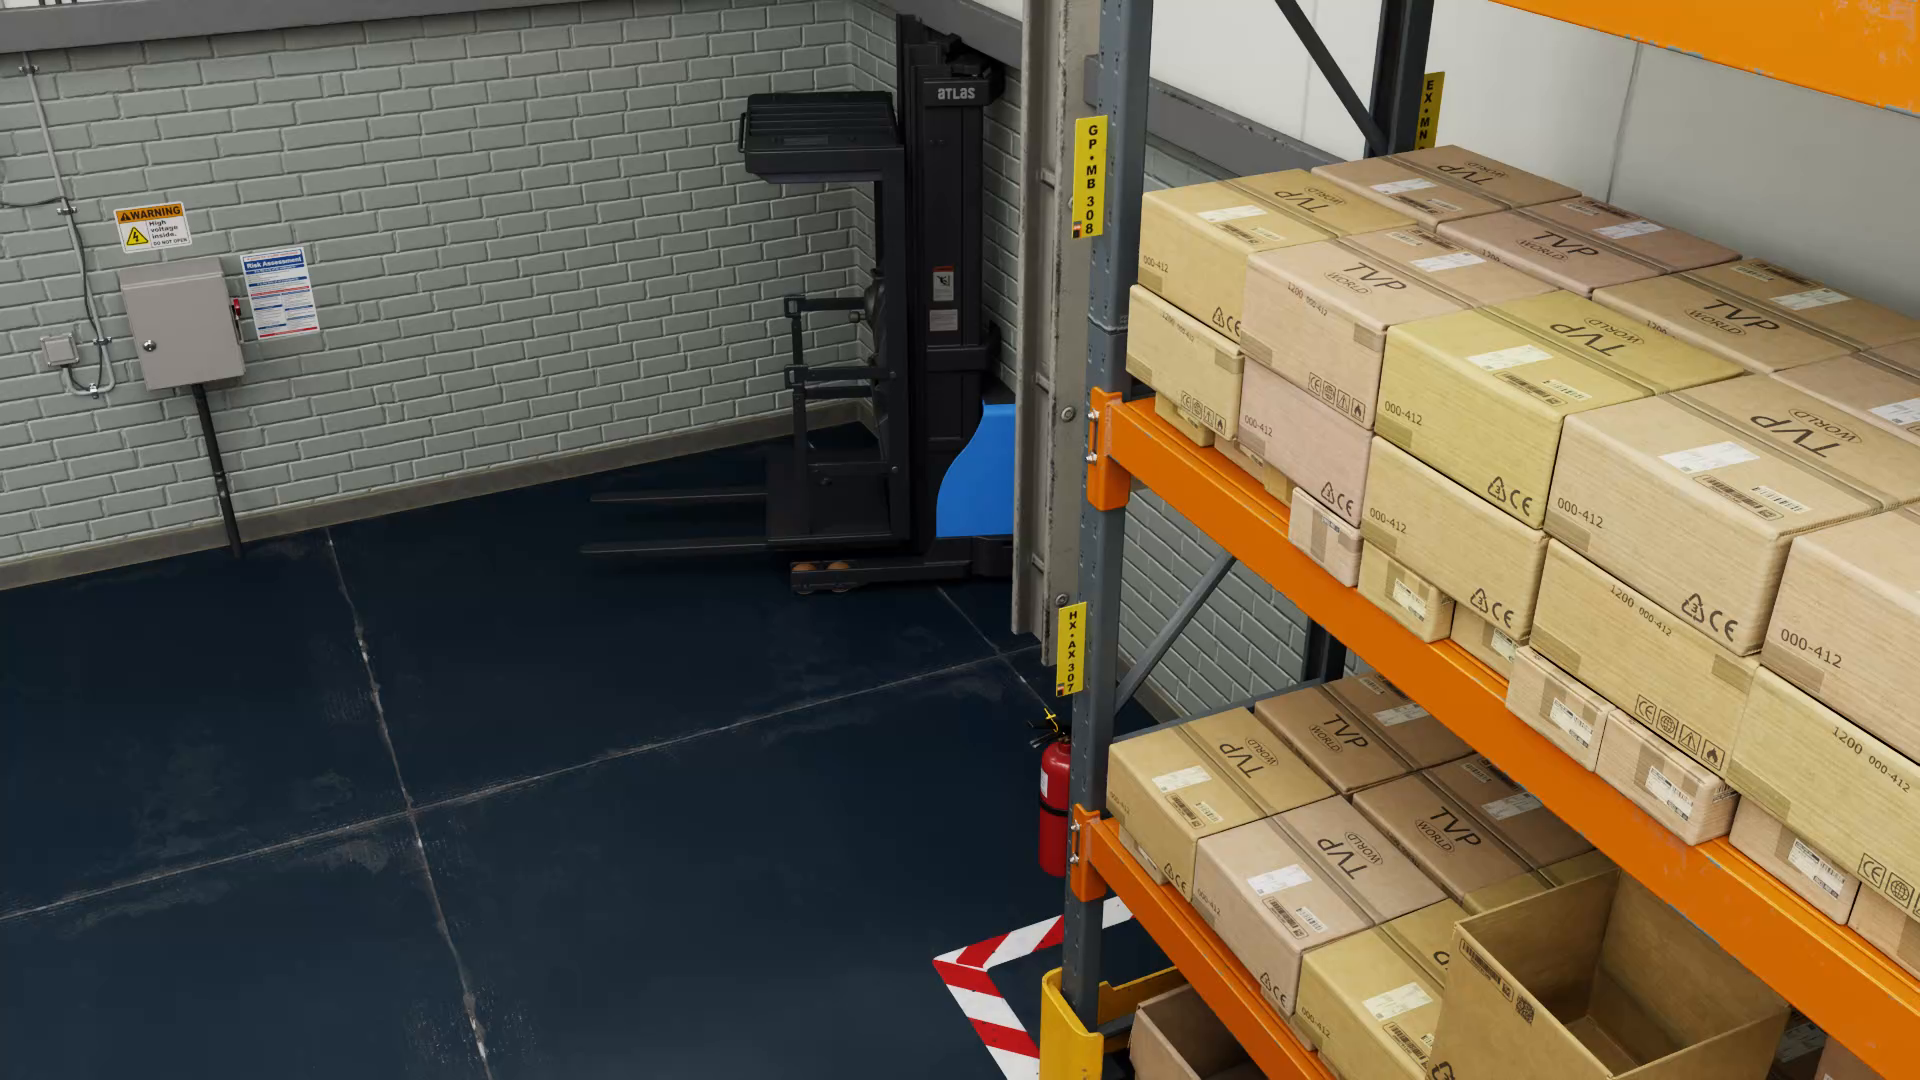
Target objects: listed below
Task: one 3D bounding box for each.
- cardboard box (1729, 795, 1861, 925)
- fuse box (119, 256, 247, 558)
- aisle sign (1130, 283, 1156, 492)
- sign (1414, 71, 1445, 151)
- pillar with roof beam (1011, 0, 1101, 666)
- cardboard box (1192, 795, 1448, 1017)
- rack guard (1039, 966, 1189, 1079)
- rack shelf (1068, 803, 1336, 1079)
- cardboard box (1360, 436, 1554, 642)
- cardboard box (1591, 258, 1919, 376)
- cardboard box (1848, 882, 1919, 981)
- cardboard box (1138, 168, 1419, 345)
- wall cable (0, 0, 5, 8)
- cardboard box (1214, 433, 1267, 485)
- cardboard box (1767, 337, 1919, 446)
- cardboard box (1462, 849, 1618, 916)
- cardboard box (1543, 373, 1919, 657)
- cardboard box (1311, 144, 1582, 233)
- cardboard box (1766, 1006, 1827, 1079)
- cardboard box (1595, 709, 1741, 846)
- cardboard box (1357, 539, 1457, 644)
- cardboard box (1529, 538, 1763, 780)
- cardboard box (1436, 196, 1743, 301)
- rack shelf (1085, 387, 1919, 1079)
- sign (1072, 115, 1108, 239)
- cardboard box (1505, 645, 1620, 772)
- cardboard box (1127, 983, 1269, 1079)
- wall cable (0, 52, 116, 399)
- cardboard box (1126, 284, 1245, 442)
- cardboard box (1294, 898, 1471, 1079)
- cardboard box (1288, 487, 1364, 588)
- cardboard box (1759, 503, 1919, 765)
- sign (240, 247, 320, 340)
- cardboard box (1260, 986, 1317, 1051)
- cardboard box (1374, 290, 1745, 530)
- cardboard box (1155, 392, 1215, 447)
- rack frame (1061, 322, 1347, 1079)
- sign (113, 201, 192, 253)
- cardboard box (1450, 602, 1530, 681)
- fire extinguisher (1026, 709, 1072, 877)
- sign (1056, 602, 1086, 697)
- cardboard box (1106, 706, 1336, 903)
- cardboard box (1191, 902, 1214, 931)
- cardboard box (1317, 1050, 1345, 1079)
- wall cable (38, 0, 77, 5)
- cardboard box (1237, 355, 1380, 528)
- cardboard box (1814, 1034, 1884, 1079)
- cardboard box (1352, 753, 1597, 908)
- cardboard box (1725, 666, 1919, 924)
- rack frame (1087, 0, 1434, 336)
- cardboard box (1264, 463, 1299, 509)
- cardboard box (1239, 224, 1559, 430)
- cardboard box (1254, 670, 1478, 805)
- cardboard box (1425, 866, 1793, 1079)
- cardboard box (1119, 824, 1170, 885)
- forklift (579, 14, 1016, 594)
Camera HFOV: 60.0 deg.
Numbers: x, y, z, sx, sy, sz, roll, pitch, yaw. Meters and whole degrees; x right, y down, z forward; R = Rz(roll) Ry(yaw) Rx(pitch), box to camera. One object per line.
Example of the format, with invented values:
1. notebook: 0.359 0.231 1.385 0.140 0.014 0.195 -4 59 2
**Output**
1. cardboard box: 1.623 0.505 2.973 0.380 0.149 0.250 -13 32 -21
2. fuse box: -4.124 -0.650 9.160 0.539 1.711 0.414 -13 32 -22
3. aisle sign: 0.545 -0.496 4.910 0.394 0.787 0.004 -13 32 -22
4. sign: 1.349 -1.196 4.843 0.100 0.325 0.005 -13 32 -22
5. pillar with roof beam: -3.392 -2.487 4.984 9.100 9.000 0.400 -13 32 -22
6. cardboard box: 1.008 1.022 4.710 0.500 0.250 0.500 -13 32 -21
7. rack guard: 0.872 1.730 6.153 1.175 0.500 0.348 -13 32 -22
8. rack shelf: 1.698 1.804 4.202 1.077 0.370 4.000 -13 32 -22
9. cardboard box: 1.229 -0.064 3.580 0.500 0.250 0.500 -14 32 -23
10. cardboard box: 1.736 -0.391 3.652 0.500 0.250 0.500 -13 32 -21
11. cardboard box: 1.736 0.615 2.777 0.380 0.149 0.250 -12 31 -20
12. cardboard box: 0.803 -0.736 4.266 0.500 0.250 0.500 -13 32 -23
13. wall cable: -5.658 -3.577 6.928 2.355 3.000 0.029 -13 32 -22
14. cardboard box: 0.903 -0.292 4.395 0.380 0.149 0.250 -12 32 -21
15. cardboard box: 1.926 -0.165 3.248 0.500 0.250 0.500 -13 32 -22
16. cardboard box: 1.705 1.137 4.504 0.500 0.250 0.500 -12 31 -20
17. cardboard box: 1.461 -0.065 3.070 0.500 0.250 0.500 -12 32 -21
18. cardboard box: 1.283 -0.847 4.464 0.500 0.250 0.500 -14 32 -23
19. cardboard box: 1.930 1.368 4.092 0.500 0.250 0.500 -13 32 -22
20. cardboard box: 1.448 0.404 3.153 0.380 0.149 0.250 -12 32 -21
21. cardboard box: 1.130 0.070 3.748 0.380 0.149 0.250 -13 32 -22
22. cardboard box: 1.472 0.160 3.181 0.500 0.250 0.500 -14 32 -23
23. cardboard box: 1.505 -0.617 4.054 0.500 0.250 0.500 -14 32 -23
24. rack shelf: 1.698 0.495 3.468 1.077 0.370 4.000 -13 32 -22
25. sign: 0.350 -0.969 4.451 0.100 0.325 0.005 -13 32 -22
26. cardboard box: 1.337 0.295 3.347 0.380 0.149 0.250 -13 32 -22
27. cardboard box: 1.017 1.802 5.592 0.797 0.503 0.637 -14 32 -24
28. wall cable: -4.808 -1.582 8.465 0.588 1.984 0.122 -13 32 -22
29. cardboard box: 0.783 -0.513 4.380 0.500 0.250 0.500 -13 32 -23
30. cardboard box: 1.228 1.245 4.312 0.500 0.250 0.500 -14 32 -23
31. cardboard box: 1.011 -0.044 3.951 0.380 0.149 0.250 -12 32 -21
32. cardboard box: 1.687 0.162 2.665 0.500 0.250 0.500 -12 32 -21
33. sign: -3.767 -1.366 9.216 0.329 0.494 0.001 -13 32 -22
34. cardboard box: 1.081 1.255 4.702 0.380 0.149 0.250 -12 31 -20
35. cardboard box: 1.233 -0.288 3.468 0.500 0.250 0.500 -14 32 -23
36. cardboard box: 0.766 -0.403 4.591 0.380 0.149 0.250 -12 32 -21
37. rack frame: 0.840 0.606 5.602 1.000 3.000 0.127 -13 32 -22
38. sign: -4.263 -1.652 8.785 0.339 0.242 0.001 -13 32 -22
39. cardboard box: 1.292 0.167 3.576 0.380 0.149 0.250 -13 32 -23
40. fire extinguisher: 0.359 0.835 5.655 0.296 0.674 0.183 -13 32 -22
41. sign: 0.350 0.343 5.187 0.100 0.325 0.005 -13 32 -22
42. cardboard box: 0.791 0.799 5.107 0.500 0.250 0.500 -13 32 -22
43. cardboard box: 0.884 1.021 5.118 0.380 0.149 0.250 -12 32 -21
44. cardboard box: 1.200 1.371 4.495 0.380 0.149 0.250 -13 32 -21
45. wall cable: -3.126 -4.161 7.932 2.988 3.039 0.133 -13 32 -22
46. cardboard box: 1.020 -0.293 3.987 0.500 0.250 0.500 -12 32 -21
47. cardboard box: 2.158 1.268 3.504 0.500 0.500 0.500 -14 32 -23
48. cardboard box: 1.497 0.918 4.896 0.500 0.250 0.500 -13 32 -22
49. cardboard box: 1.681 0.384 2.781 0.500 0.250 0.500 -12 32 -21
50. rack frame: 0.840 -2.010 4.134 1.000 3.000 0.127 -13 32 -22
51. cardboard box: 0.997 -0.175 4.186 0.380 0.149 0.250 -13 32 -22
52. cardboard box: 1.005 -0.507 3.858 0.500 0.250 0.500 -13 32 -22
53. cardboard box: 1.277 0.690 5.303 0.500 0.250 0.500 -12 31 -21
54. cardboard box: 1.435 1.135 3.742 0.500 0.500 0.500 -12 32 -21
55. cardboard box: 0.733 0.919 5.301 0.380 0.149 0.250 -13 32 -22
56. forklift: -0.628 -1.250 8.982 3.031 2.935 1.130 -3 29 -5
